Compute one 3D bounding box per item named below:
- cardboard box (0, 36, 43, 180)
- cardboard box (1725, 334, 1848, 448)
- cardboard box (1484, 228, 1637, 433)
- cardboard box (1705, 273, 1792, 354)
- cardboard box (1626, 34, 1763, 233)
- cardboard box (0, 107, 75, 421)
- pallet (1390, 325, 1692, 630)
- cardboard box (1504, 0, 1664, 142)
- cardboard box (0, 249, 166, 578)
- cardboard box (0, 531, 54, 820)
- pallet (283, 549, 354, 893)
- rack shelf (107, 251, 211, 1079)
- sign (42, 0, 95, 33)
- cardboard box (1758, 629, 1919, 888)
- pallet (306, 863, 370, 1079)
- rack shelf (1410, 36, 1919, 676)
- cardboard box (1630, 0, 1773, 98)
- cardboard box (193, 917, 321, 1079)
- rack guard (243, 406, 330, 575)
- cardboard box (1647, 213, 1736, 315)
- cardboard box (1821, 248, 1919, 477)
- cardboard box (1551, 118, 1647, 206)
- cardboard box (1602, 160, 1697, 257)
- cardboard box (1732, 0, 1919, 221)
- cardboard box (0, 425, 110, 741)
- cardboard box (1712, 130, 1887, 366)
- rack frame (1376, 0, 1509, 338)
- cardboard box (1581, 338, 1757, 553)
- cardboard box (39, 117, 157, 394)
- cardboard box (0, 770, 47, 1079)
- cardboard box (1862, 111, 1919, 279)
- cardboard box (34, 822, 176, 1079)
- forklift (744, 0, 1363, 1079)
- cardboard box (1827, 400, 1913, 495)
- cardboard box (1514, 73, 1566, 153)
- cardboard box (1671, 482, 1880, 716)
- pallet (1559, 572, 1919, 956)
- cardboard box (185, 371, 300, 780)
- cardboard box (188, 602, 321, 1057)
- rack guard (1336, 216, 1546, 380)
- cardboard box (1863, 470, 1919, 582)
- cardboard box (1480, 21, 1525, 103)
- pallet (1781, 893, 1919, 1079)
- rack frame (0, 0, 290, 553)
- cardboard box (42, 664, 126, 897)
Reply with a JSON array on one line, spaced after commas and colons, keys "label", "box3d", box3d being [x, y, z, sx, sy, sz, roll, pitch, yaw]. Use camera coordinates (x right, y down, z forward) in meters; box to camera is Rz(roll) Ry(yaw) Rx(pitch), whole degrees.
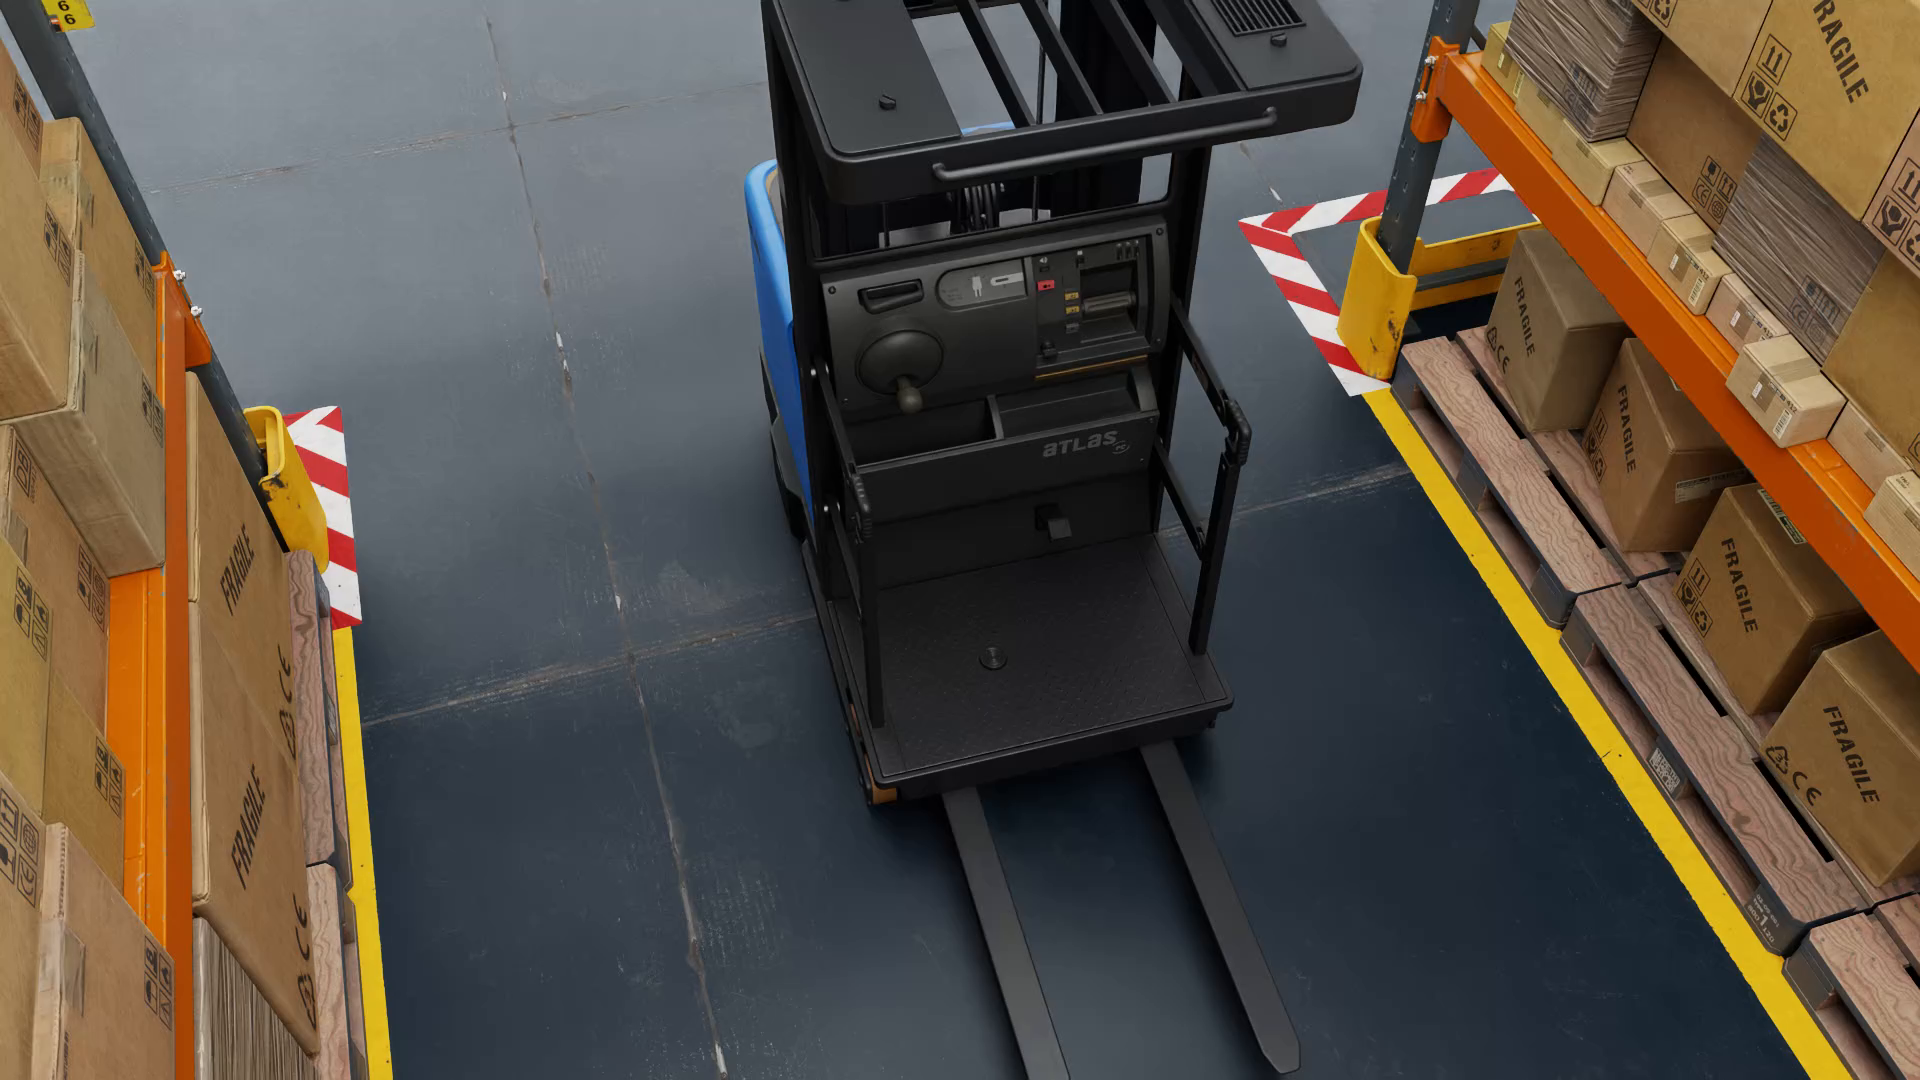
[{"label": "cardboard box", "box3d": [-2.668, -0.939, 3.776, 0.875, 0.550, 0.550, -13, 51, -11]}, {"label": "cardboard box", "box3d": [2.235, -0.410, 4.298, 0.380, 0.149, 0.250, -13, 51, -11]}, {"label": "cardboard box", "box3d": [2.196, -0.740, 5.772, 0.500, 0.500, 0.500, -5, 50, -4]}, {"label": "cardboard box", "box3d": [2.260, -0.616, 4.472, 0.380, 0.149, 0.250, -13, 51, -11]}, {"label": "cardboard box", "box3d": [2.426, -1.253, 4.584, 0.875, 0.500, 0.500, -13, 51, -11]}, {"label": "cardboard box", "box3d": [-2.417, -0.559, 3.455, 0.875, 0.550, 0.550, -13, 51, -11]}, {"label": "pallet", "box3d": [2.256, -0.315, 5.877, 1.003, 0.211, 1.213, -13, 51, -11]}, {"label": "cardboard box", "box3d": [2.163, -1.591, 4.869, 0.875, 0.500, 0.500, -13, 51, -11]}, {"label": "cardboard box", "box3d": [-2.404, -0.214, 3.870, 0.875, 0.550, 0.550, -13, 51, -11]}, {"label": "cardboard box", "box3d": [-2.101, 0.239, 2.782, 0.875, 0.550, 0.500, -13, 51, -11]}, {"label": "pallet", "box3d": [-2.430, 0.642, 5.071, 1.003, 0.211, 1.213, -13, 51, -11]}, {"label": "rack shelf", "box3d": [-2.150, 0.870, 3.525, 1.077, 0.370, 4.000, -13, 51, -11]}, {"label": "sign", "box3d": [-2.219, -1.385, 4.043, 0.100, 0.325, 0.005, -13, 51, -11]}, {"label": "cardboard box", "box3d": [2.695, 0.568, 4.670, 0.500, 0.500, 0.500, -17, 52, -14]}, {"label": "pallet", "box3d": [-2.073, 1.532, 4.321, 1.003, 0.211, 1.213, -13, 51, -11]}, {"label": "rack shelf", "box3d": [2.619, -0.178, 4.409, 1.077, 0.370, 4.000, -13, 51, -11]}, {"label": "cardboard box", "box3d": [2.071, -1.491, 4.131, 0.500, 0.500, 0.500, -13, 51, -11]}, {"label": "cardboard box", "box3d": [-1.947, 1.515, 3.626, 0.875, 0.875, 0.875, -13, 51, -11]}, {"label": "rack guard", "box3d": [-2.748, -0.035, 5.452, 1.175, 0.500, 0.348, -13, 51, -11]}, {"label": "cardboard box", "box3d": [2.160, -0.792, 4.620, 0.380, 0.149, 0.250, -13, 51, -11]}, {"label": "cardboard box", "box3d": [2.669, -0.510, 3.958, 0.875, 0.500, 0.500, -13, 51, -11]}, {"label": "cardboard box", "box3d": [1.999, -1.154, 4.926, 0.380, 0.149, 0.250, -13, 51, -11]}, {"label": "cardboard box", "box3d": [2.093, -0.977, 4.776, 0.380, 0.149, 0.250, -13, 51, -11]}, {"label": "cardboard box", "box3d": [2.220, -1.126, 3.823, 0.500, 0.500, 0.500, -13, 51, -11]}, {"label": "cardboard box", "box3d": [-2.359, 0.224, 3.501, 0.875, 0.550, 0.550, -13, 51, -11]}, {"label": "cardboard box", "box3d": [2.533, -0.878, 4.268, 0.875, 0.500, 0.500, -13, 51, -11]}, {"label": "rack frame", "box3d": [2.027, -1.870, 5.365, 1.000, 3.000, 0.127, -13, 51, -11]}, {"label": "cardboard box", "box3d": [2.405, -0.311, 5.411, 0.500, 0.500, 0.500, -2, 50, -1]}, {"label": "cardboard box", "box3d": [-2.588, -0.610, 4.205, 0.875, 0.550, 0.550, -13, 51, -11]}, {"label": "cardboard box", "box3d": [-1.936, 0.624, 2.458, 0.875, 0.550, 0.550, -13, 51, -11]}, {"label": "cardboard box", "box3d": [2.373, -0.762, 3.517, 0.500, 0.500, 0.500, -13, 51, -11]}, {"label": "cardboard box", "box3d": [-1.910, 0.966, 2.876, 0.875, 0.550, 0.550, -13, 51, -11]}, {"label": "forklift", "box3d": [0.164, -0.482, 4.240, 1.130, 2.935, 3.031, -12, 51, -10]}, {"label": "cardboard box", "box3d": [2.435, -0.257, 4.169, 0.380, 0.149, 0.250, -13, 51, -11]}, {"label": "cardboard box", "box3d": [1.939, -1.340, 5.082, 0.380, 0.149, 0.250, -13, 51, -11]}, {"label": "cardboard box", "box3d": [2.572, 0.150, 5.022, 0.500, 0.500, 0.500, -9, 50, -8]}, {"label": "pallet", "box3d": [2.613, 0.575, 5.127, 1.003, 0.211, 1.213, -13, 51, -11]}, {"label": "cardboard box", "box3d": [-2.477, 0.207, 4.729, 0.875, 0.875, 0.875, -13, 51, -11]}, {"label": "cardboard box", "box3d": [-2.215, 0.849, 4.187, 0.875, 0.875, 0.875, -14, 51, -12]}, {"label": "rack guard", "box3d": [2.050, -1.009, 6.274, 1.175, 0.500, 0.348, -13, 51, -11]}, {"label": "cardboard box", "box3d": [2.436, -0.057, 4.001, 0.380, 0.149, 0.250, -13, 51, -11]}, {"label": "cardboard box", "box3d": [1.884, -1.527, 5.240, 0.380, 0.149, 0.250, -13, 51, -11]}, {"label": "pallet", "box3d": [2.978, 1.467, 4.375, 1.003, 0.211, 1.213, -13, 51, -11]}, {"label": "rack frame", "box3d": [-2.741, -0.823, 4.482, 1.000, 3.000, 0.127, -13, 51, -11]}, {"label": "cardboard box", "box3d": [-2.163, 0.602, 3.183, 0.875, 0.550, 0.500, -13, 51, -11]}]
